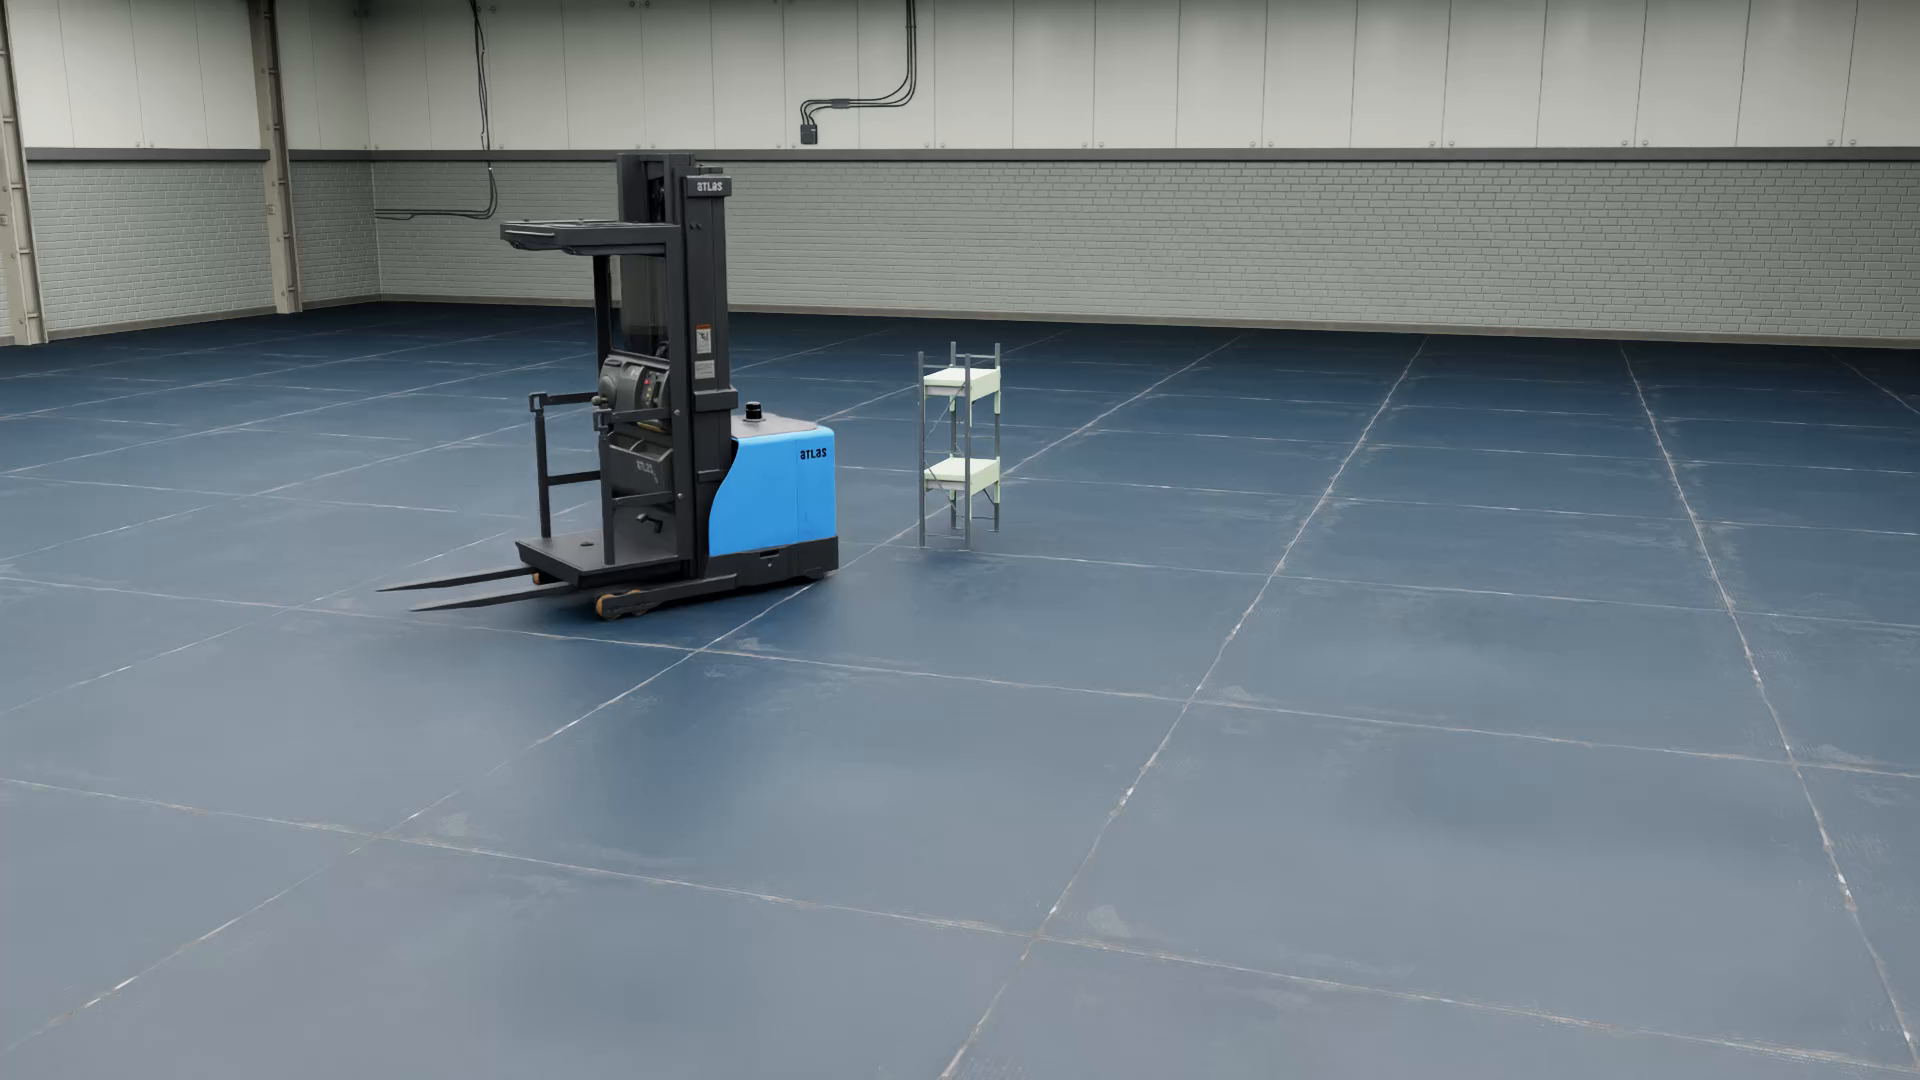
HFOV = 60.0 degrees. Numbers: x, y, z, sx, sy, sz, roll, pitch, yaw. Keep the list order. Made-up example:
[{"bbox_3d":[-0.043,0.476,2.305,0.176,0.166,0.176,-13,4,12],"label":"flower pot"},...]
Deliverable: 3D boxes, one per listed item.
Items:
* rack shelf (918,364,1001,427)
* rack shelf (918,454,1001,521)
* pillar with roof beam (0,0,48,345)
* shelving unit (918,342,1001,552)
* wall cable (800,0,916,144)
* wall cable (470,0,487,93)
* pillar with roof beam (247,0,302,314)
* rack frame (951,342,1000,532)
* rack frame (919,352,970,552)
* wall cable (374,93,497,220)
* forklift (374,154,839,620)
[{"bbox_3d":[0.002,-1.113,12.740,0.431,0.370,0.720,4,14,18],"label":"rack shelf"},{"bbox_3d":[0.002,-0.415,12.900,0.431,0.370,0.720,4,14,18],"label":"rack shelf"},{"bbox_3d":[-10.954,-7.254,24.546,9.100,9.000,0.400,4,14,18],"label":"pillar with roof beam"},{"bbox_3d":[0.002,-0.733,12.827,0.431,1.500,0.755,4,14,18],"label":"shelving unit"},{"bbox_3d":[-1.904,-10.323,30.351,2.305,6.003,0.169,4,14,18],"label":"wall cable"},{"bbox_3d":[-8.322,-10.106,32.669,3.097,2.526,0.112,4,14,18],"label":"wall cable"},{"bbox_3d":[-9.013,-8.517,30.081,9.100,9.000,0.400,4,14,18],"label":"pillar with roof beam"},{"bbox_3d":[0.121,-0.810,13.165,0.400,1.500,0.023,4,14,18],"label":"rack frame"},{"bbox_3d":[-0.116,-0.656,12.490,0.400,1.500,0.023,4,14,18],"label":"rack frame"},{"bbox_3d":[-10.882,-7.838,34.085,3.097,2.526,0.112,4,14,18],"label":"wall cable"},{"bbox_3d":[-2.340,-1.046,10.982,3.031,2.935,1.130,-10,16,-36],"label":"forklift"}]
